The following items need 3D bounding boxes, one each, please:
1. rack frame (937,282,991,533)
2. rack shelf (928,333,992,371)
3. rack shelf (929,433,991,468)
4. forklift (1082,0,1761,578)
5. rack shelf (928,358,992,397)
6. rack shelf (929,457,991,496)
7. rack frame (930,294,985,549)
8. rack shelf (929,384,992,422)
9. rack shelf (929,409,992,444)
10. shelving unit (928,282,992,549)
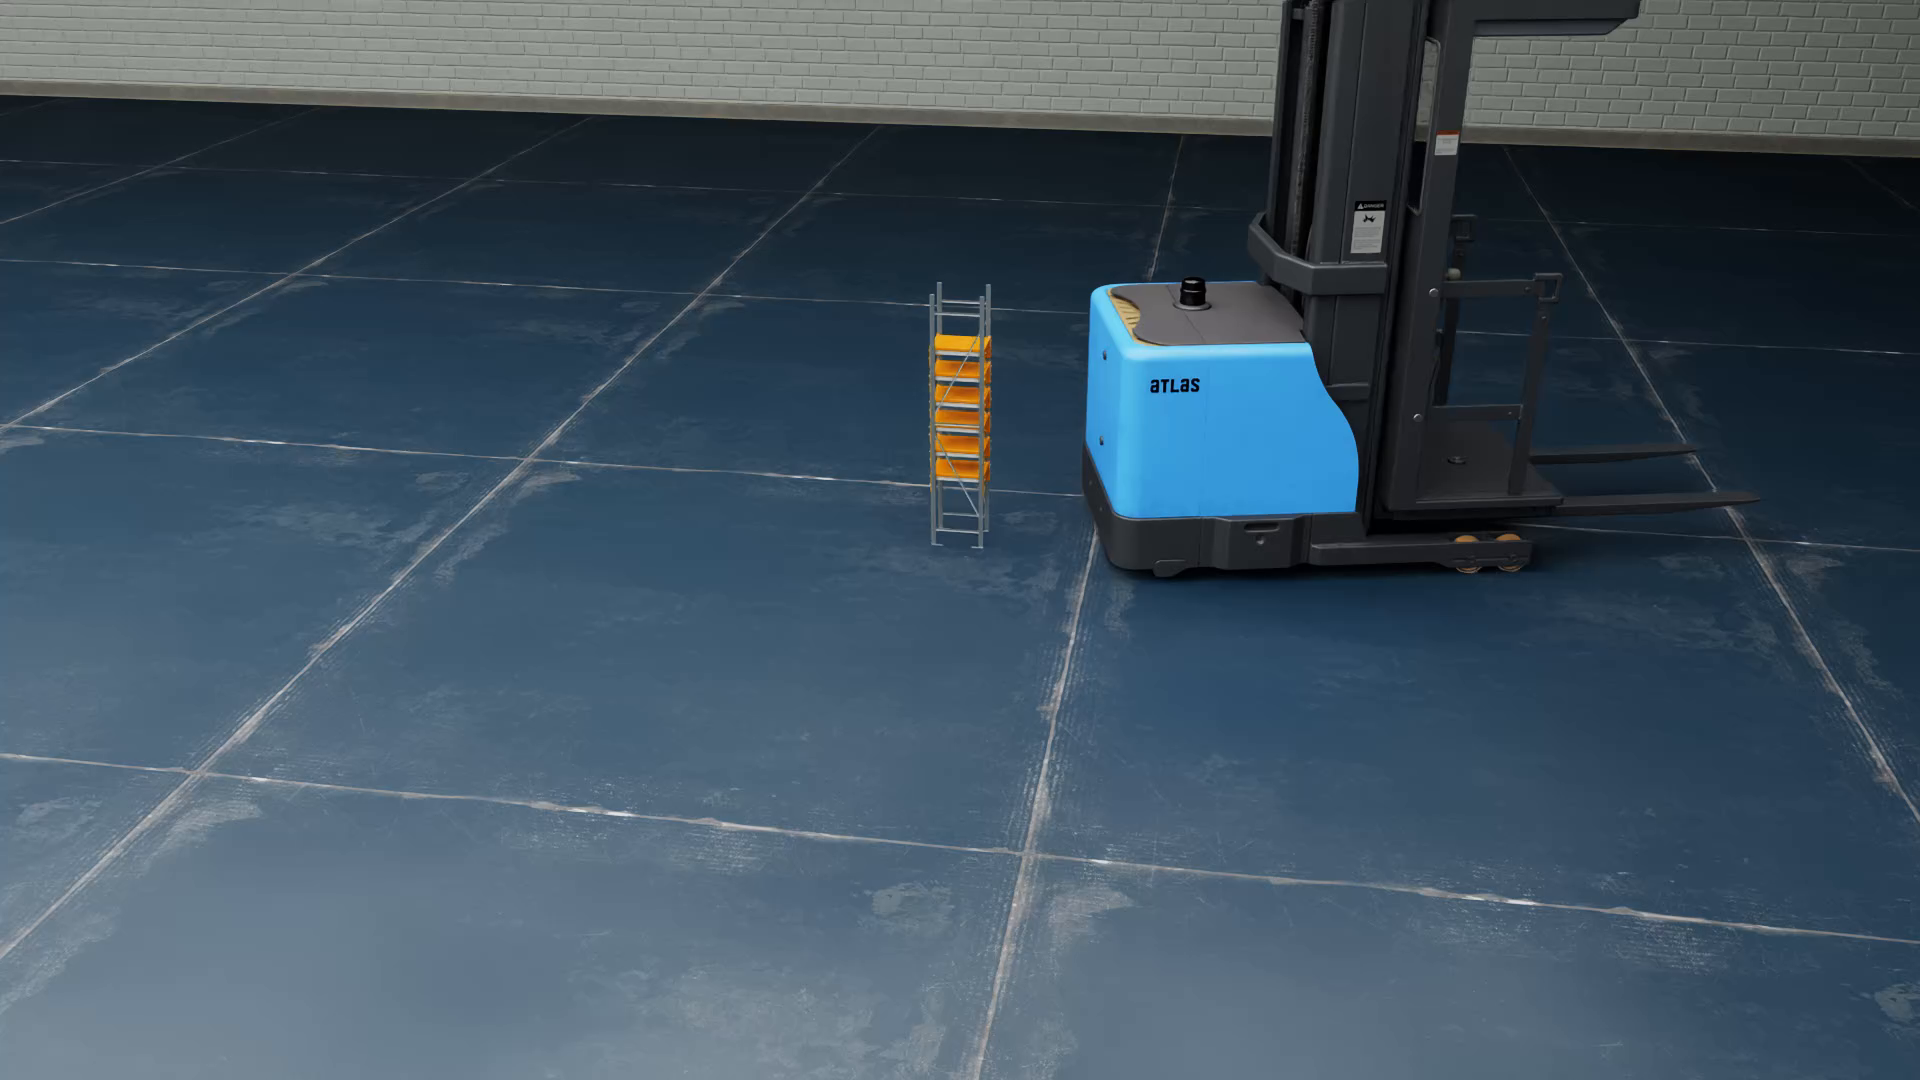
[{"bbox_3d":[0.017,-0.588,7.590,0.240,1.200,0.006,4,25,9],"label":"rack frame"},{"bbox_3d":[0.002,-0.835,7.375,0.258,0.103,0.180,4,25,9],"label":"rack shelf"},{"bbox_3d":[0.002,-0.401,7.578,0.258,0.103,0.180,4,25,9],"label":"rack shelf"},{"bbox_3d":[2.140,-1.401,7.286,3.031,2.935,1.130,-2,25,-4],"label":"forklift"},{"bbox_3d":[0.002,-0.727,7.426,0.258,0.103,0.180,4,25,9],"label":"rack shelf"},{"bbox_3d":[0.002,-0.292,7.629,0.258,0.103,0.180,4,25,9],"label":"rack shelf"},{"bbox_3d":[-0.013,-0.511,7.427,0.240,1.200,0.006,4,25,9],"label":"rack frame"},{"bbox_3d":[0.002,-0.618,7.477,0.258,0.103,0.180,4,25,9],"label":"rack shelf"},{"bbox_3d":[0.002,-0.509,7.527,0.258,0.103,0.180,4,25,9],"label":"rack shelf"},{"bbox_3d":[0.002,-0.549,7.509,0.258,1.200,0.189,4,25,9],"label":"shelving unit"}]
